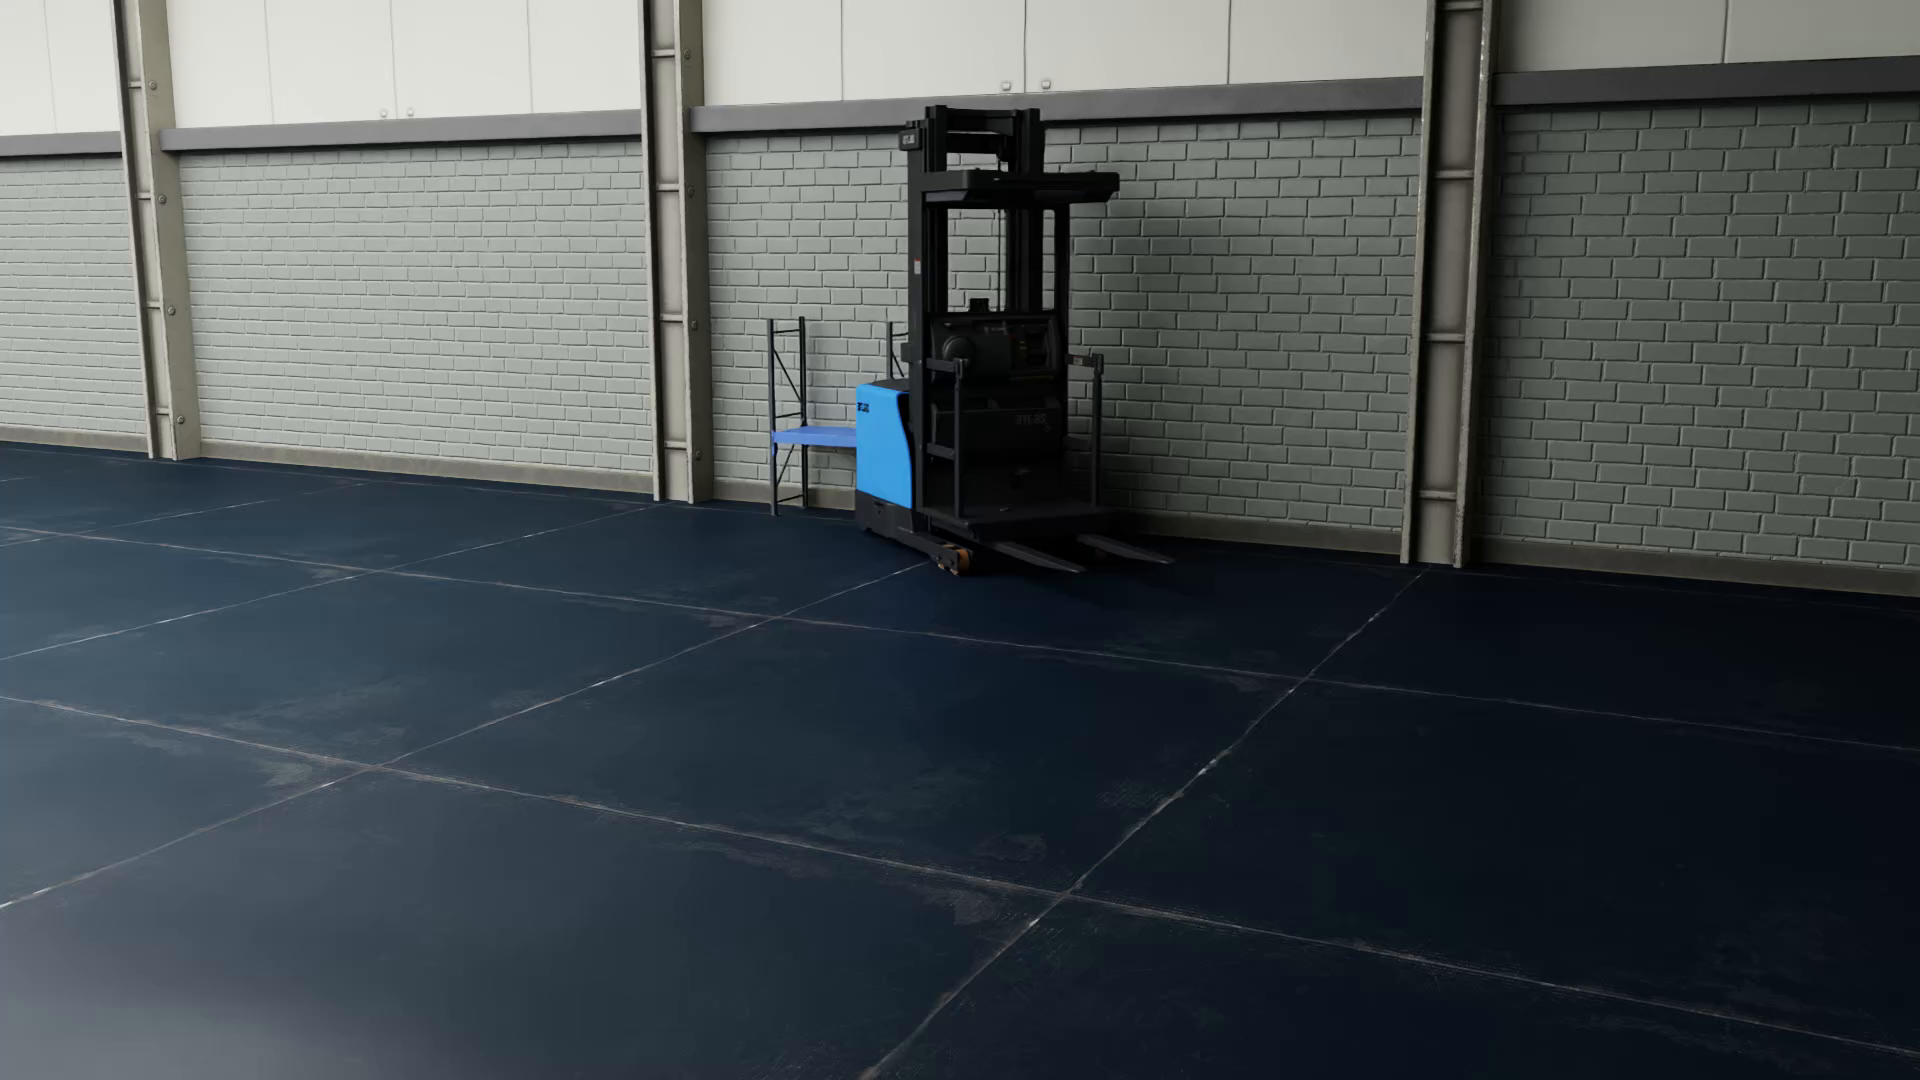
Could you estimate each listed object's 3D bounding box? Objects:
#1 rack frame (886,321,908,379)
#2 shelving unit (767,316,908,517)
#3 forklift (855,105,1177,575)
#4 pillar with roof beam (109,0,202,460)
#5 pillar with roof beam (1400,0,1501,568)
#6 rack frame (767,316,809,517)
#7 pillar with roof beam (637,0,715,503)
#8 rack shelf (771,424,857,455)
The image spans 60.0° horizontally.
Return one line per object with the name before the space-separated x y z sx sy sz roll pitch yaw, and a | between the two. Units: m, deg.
rack frame | -0.410 -0.879 12.367 0.032 1.500 0.500 5 11 26
shelving unit | -0.866 -0.918 12.587 1.048 1.500 0.538 5 11 26
forklift | 0.327 -1.310 10.738 1.130 2.935 3.031 -5 11 -25
pillar with roof beam | -9.534 -4.547 11.583 0.400 9.000 9.100 5 11 26
pillar with roof beam | 1.228 -3.601 6.359 0.400 9.000 9.100 5 11 26
rack frame | -1.323 -0.958 12.807 0.032 1.500 0.500 5 11 26
pillar with roof beam | -4.153 -4.074 8.971 0.400 9.000 9.100 5 11 26
rack shelf | -0.866 -0.742 12.619 1.000 0.185 0.538 5 11 26
